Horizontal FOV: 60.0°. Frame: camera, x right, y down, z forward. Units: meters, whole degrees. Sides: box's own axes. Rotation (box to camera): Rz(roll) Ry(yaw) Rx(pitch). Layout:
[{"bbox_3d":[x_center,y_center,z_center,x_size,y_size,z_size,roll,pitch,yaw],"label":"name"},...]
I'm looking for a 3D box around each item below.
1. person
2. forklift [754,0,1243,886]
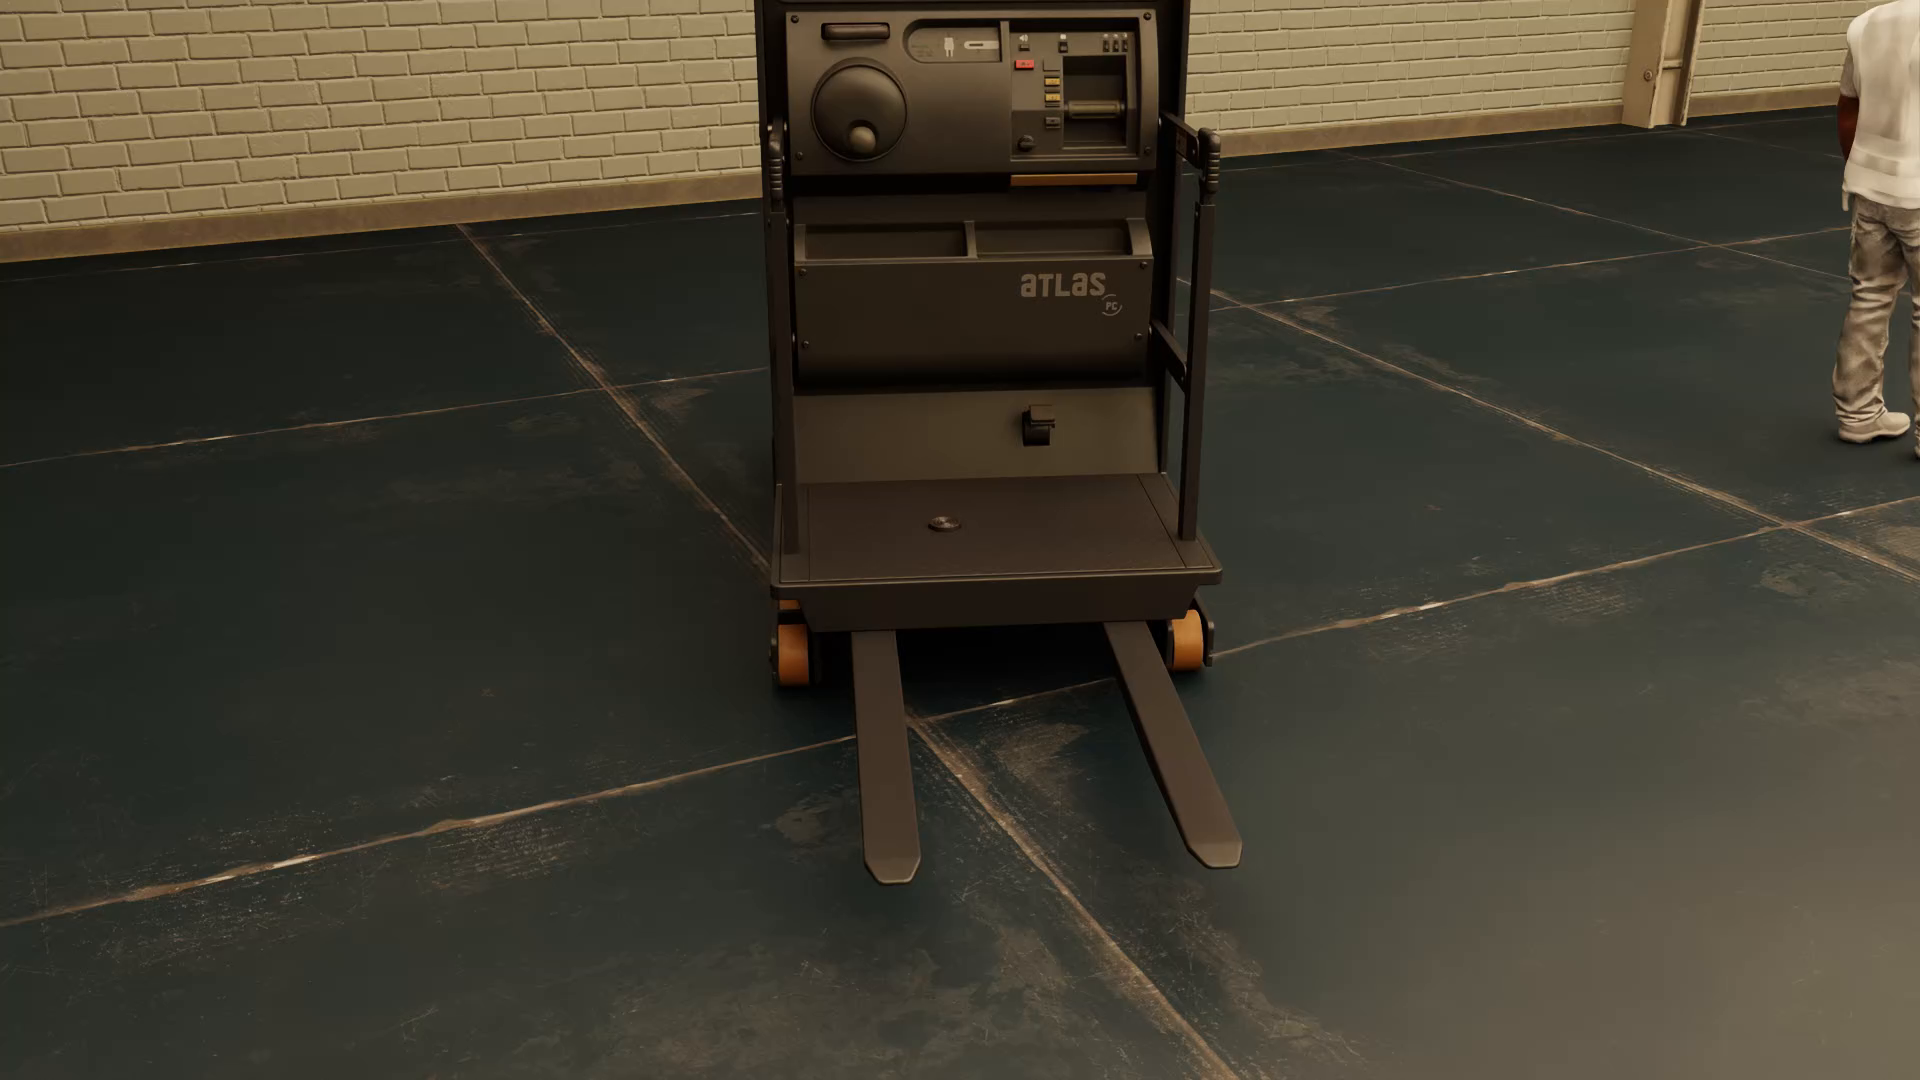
[{"bbox_3d":[3.284,-1.187,5.622,0.577,1.782,0.655,-6,23,-13],"label":"person"},{"bbox_3d":[0.054,-1.113,3.966,1.130,2.935,3.031,-2,23,-5],"label":"forklift"}]
